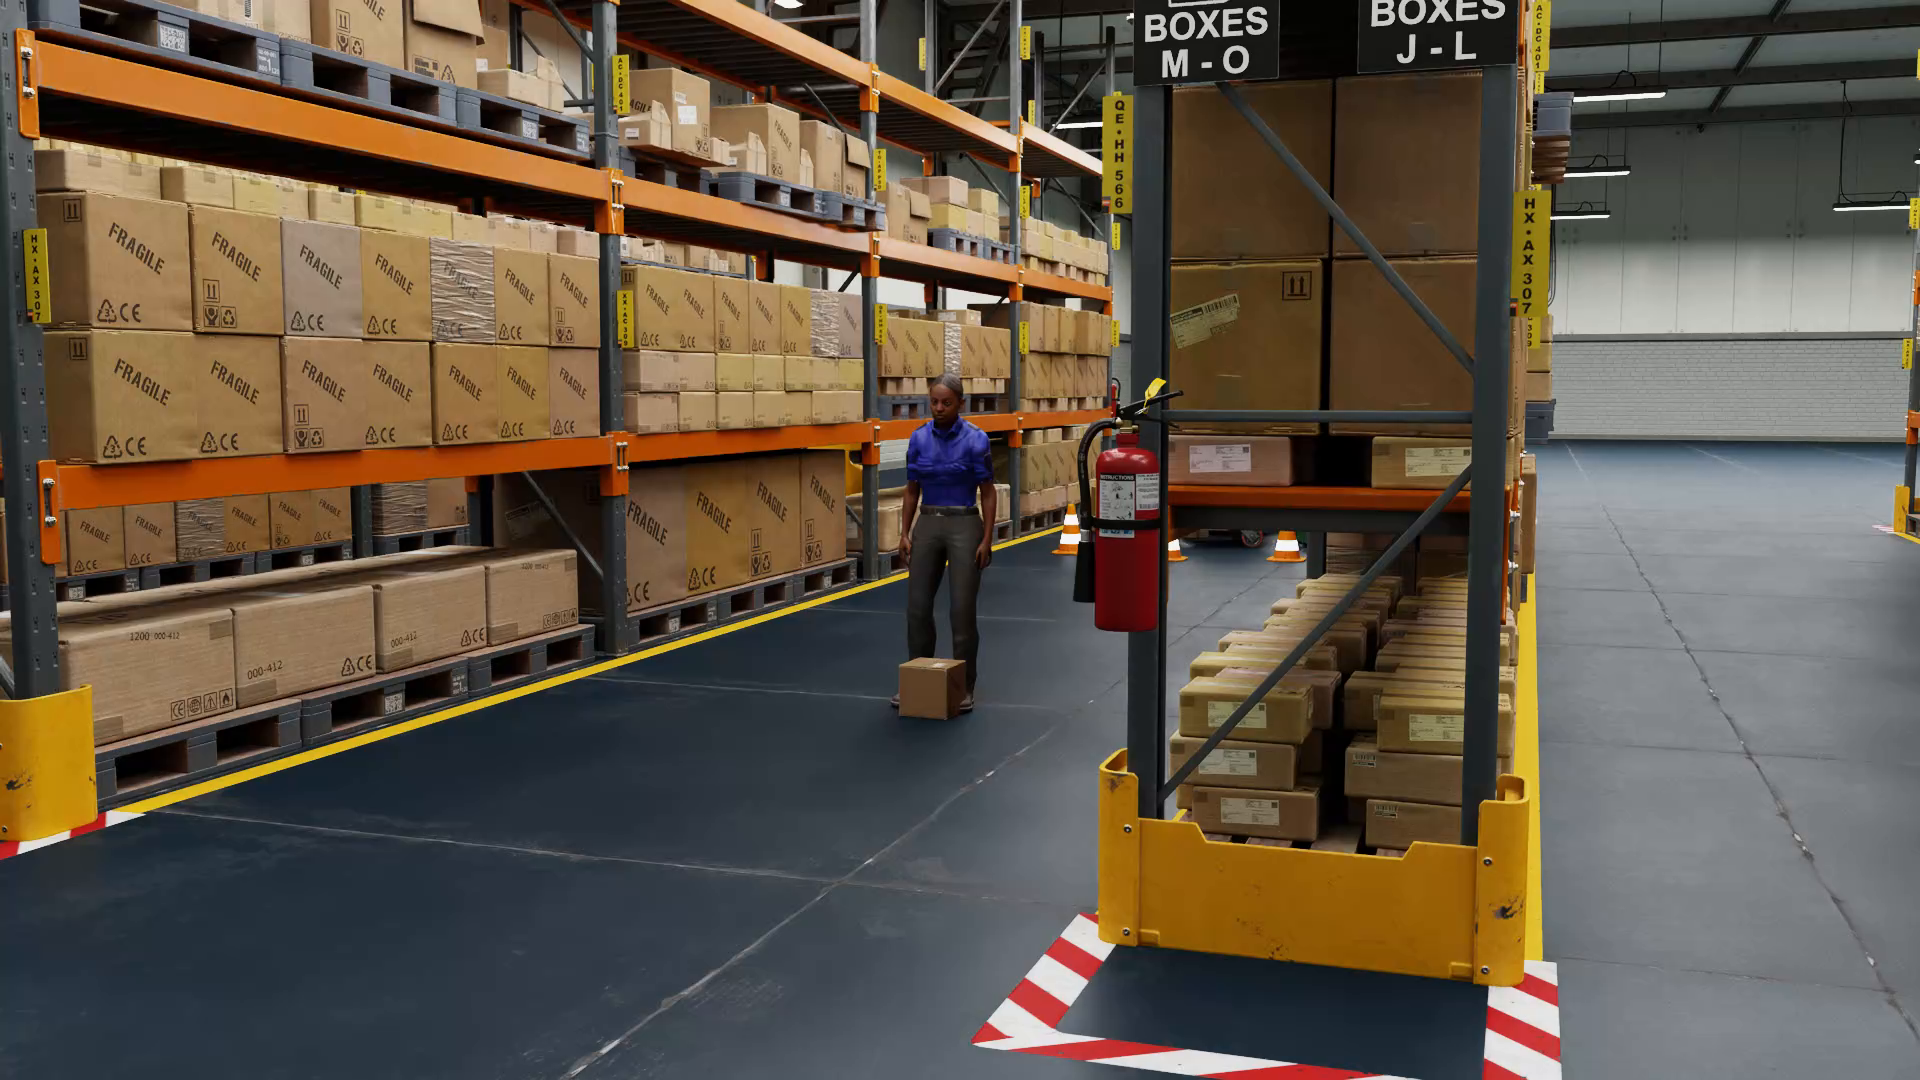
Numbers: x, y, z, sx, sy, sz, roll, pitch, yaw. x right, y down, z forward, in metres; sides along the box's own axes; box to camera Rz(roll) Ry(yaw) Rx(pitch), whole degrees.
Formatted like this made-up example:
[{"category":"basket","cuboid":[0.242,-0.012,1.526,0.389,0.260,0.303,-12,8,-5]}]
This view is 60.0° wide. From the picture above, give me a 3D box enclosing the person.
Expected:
[{"category":"person","cuboid":[-0.078,0.011,8.237,0.503,1.639,0.398,2,6,18]}]
